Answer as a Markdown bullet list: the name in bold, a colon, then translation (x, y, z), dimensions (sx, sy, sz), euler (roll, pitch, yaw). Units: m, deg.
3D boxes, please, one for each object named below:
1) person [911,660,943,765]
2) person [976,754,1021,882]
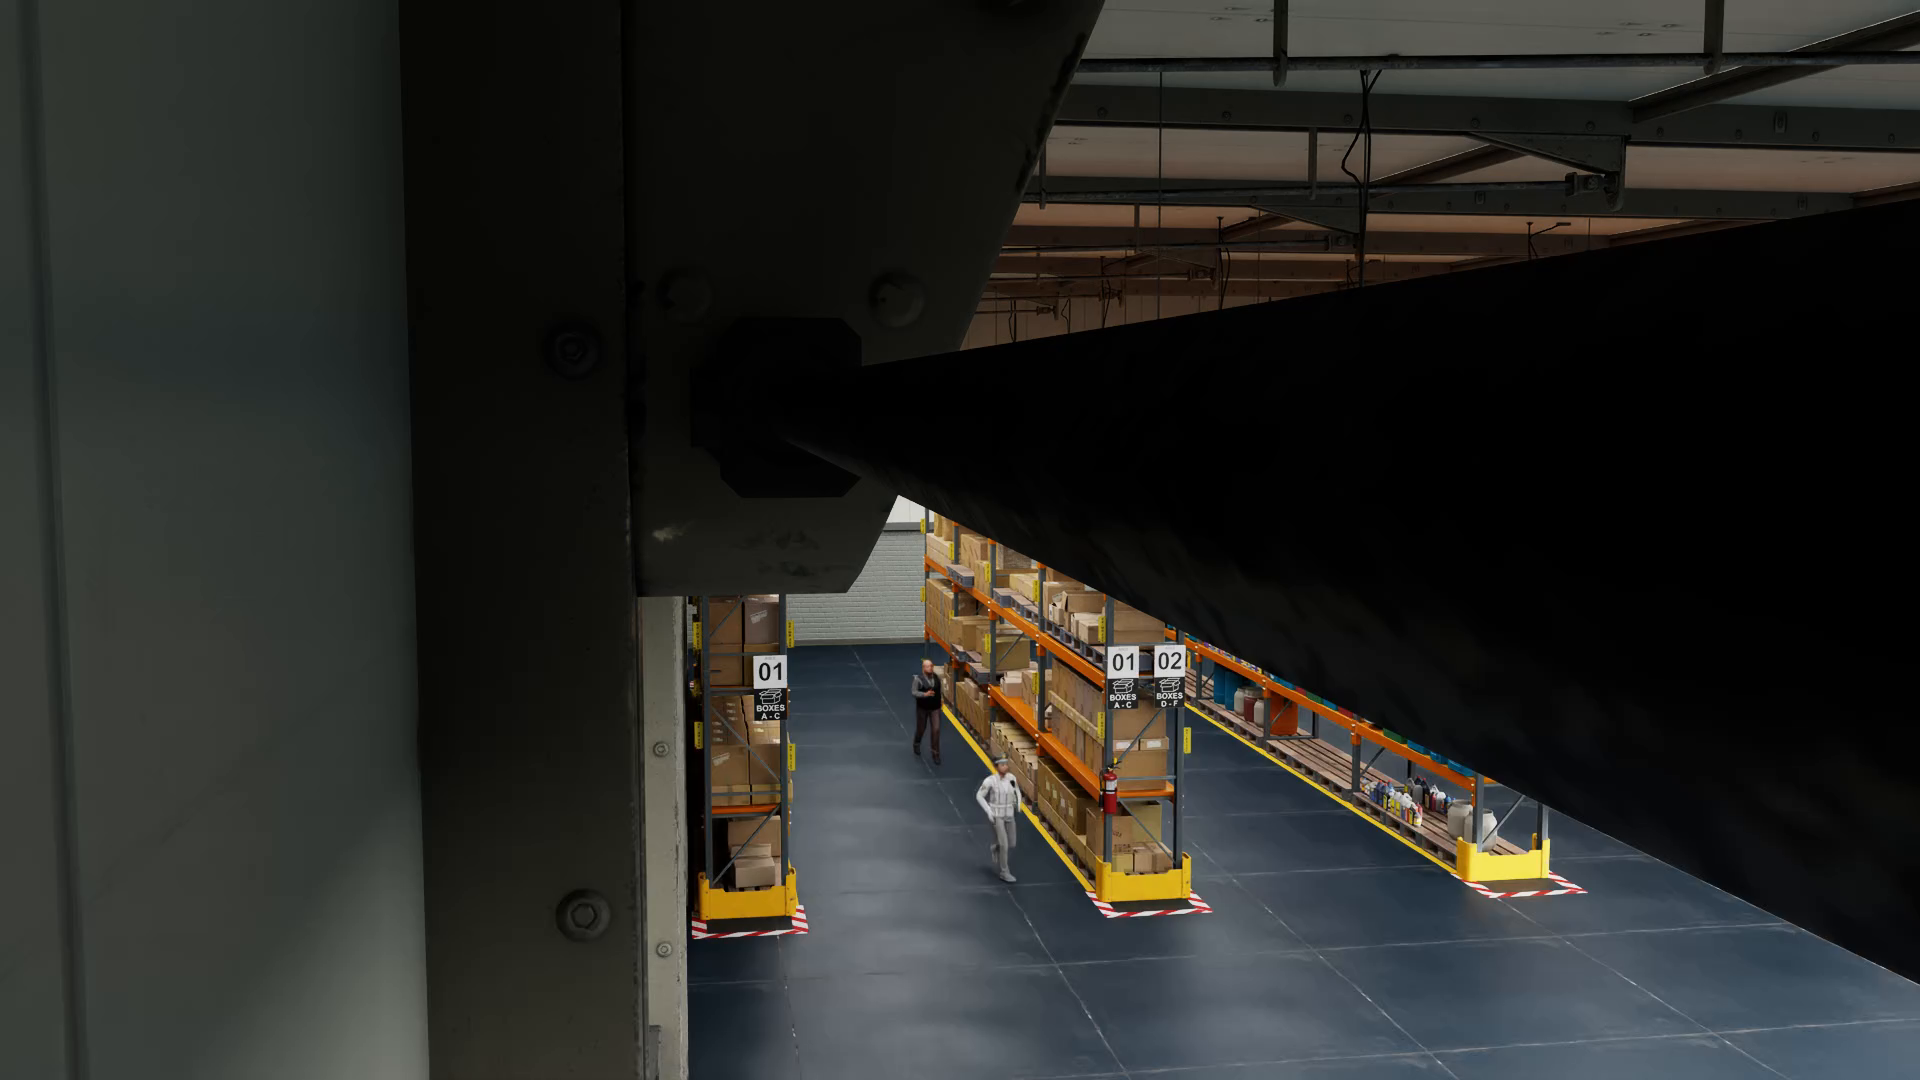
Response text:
- **person**: translation (-0.564, 2.926, 28.626), dimensions (0.645, 1.732, 0.948), euler (-2, 5, -21)
- **person**: translation (0.522, 3.590, 21.719), dimensions (0.613, 1.659, 0.678), euler (-3, 6, -27)
